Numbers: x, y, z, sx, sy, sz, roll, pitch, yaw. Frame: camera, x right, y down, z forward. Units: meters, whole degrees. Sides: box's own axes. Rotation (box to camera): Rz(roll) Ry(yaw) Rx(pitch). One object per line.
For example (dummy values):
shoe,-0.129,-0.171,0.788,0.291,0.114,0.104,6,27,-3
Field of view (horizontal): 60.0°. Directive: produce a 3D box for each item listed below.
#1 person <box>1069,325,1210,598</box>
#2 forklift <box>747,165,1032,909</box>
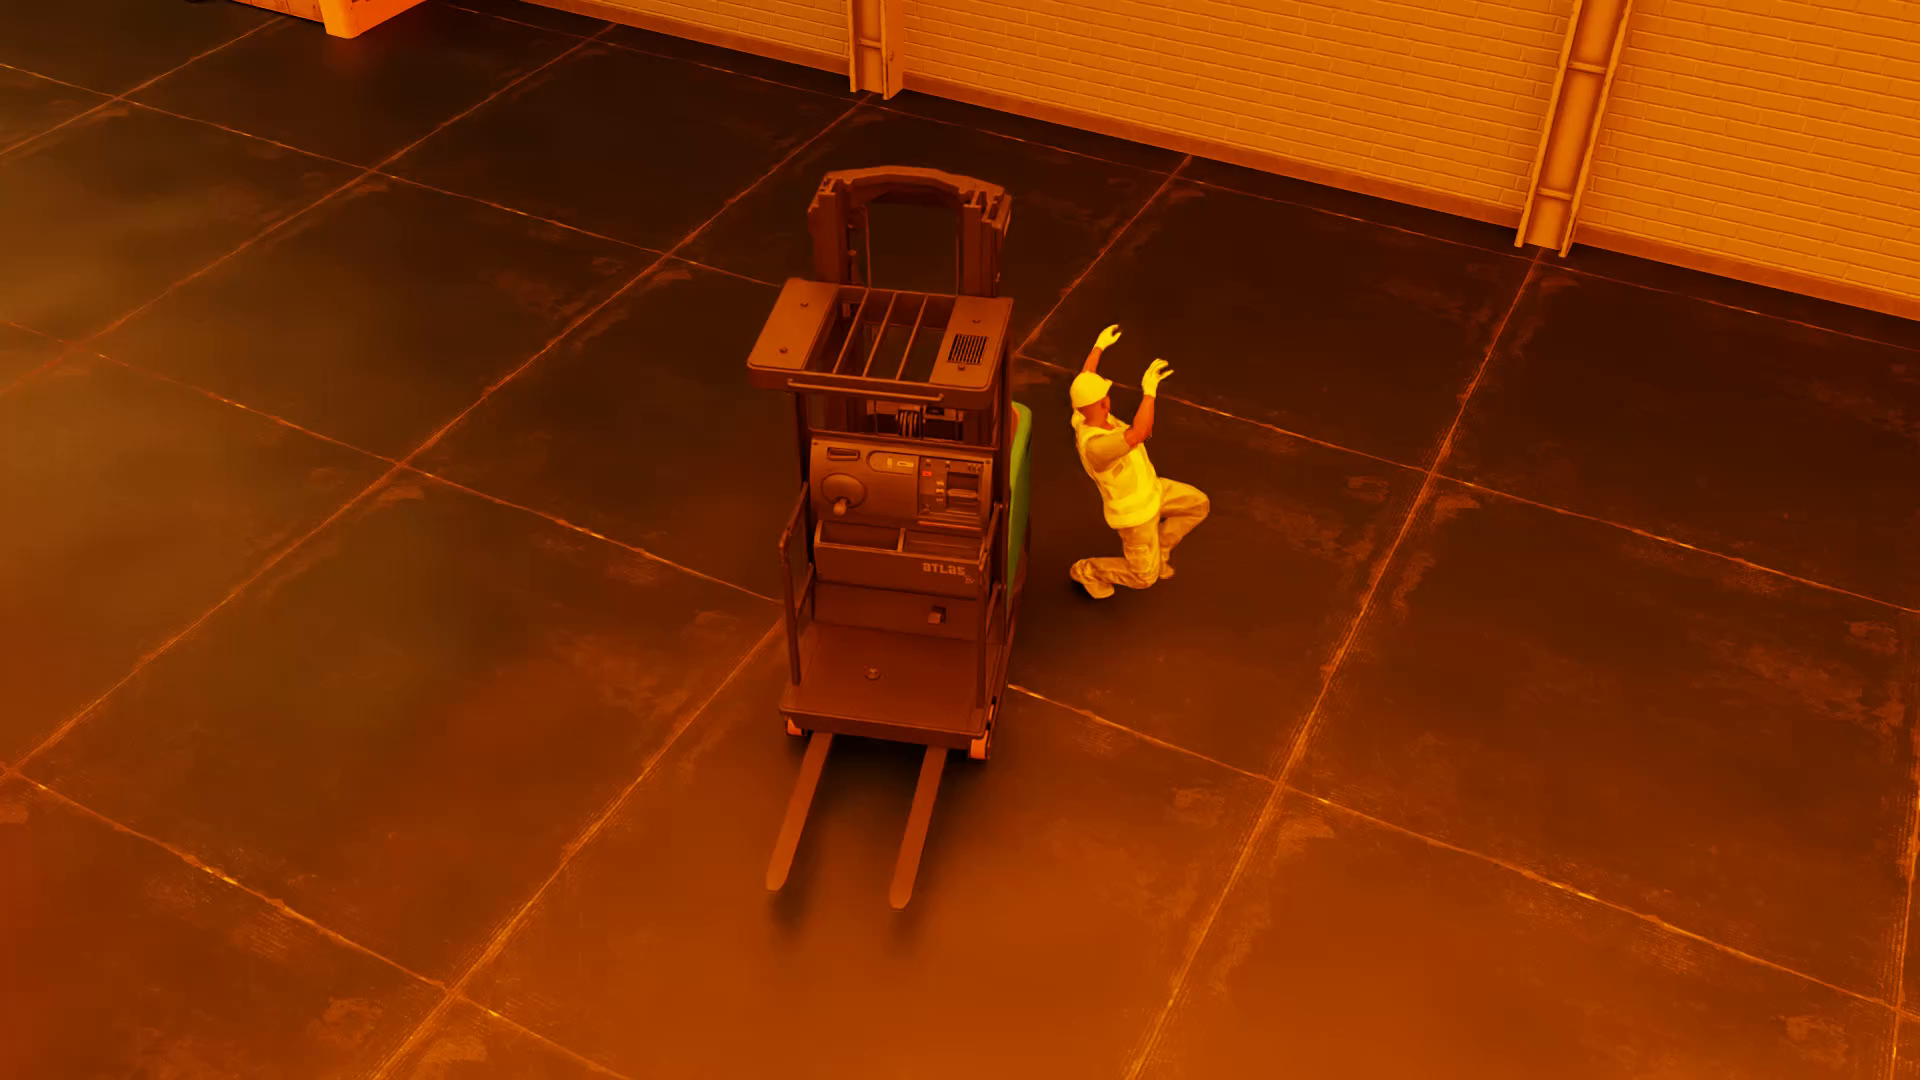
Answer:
person,1.050,-0.473,9.574,0.832,1.656,1.143,7,41,8
forklift,-0.334,-0.207,8.232,1.130,2.935,3.031,6,41,8
